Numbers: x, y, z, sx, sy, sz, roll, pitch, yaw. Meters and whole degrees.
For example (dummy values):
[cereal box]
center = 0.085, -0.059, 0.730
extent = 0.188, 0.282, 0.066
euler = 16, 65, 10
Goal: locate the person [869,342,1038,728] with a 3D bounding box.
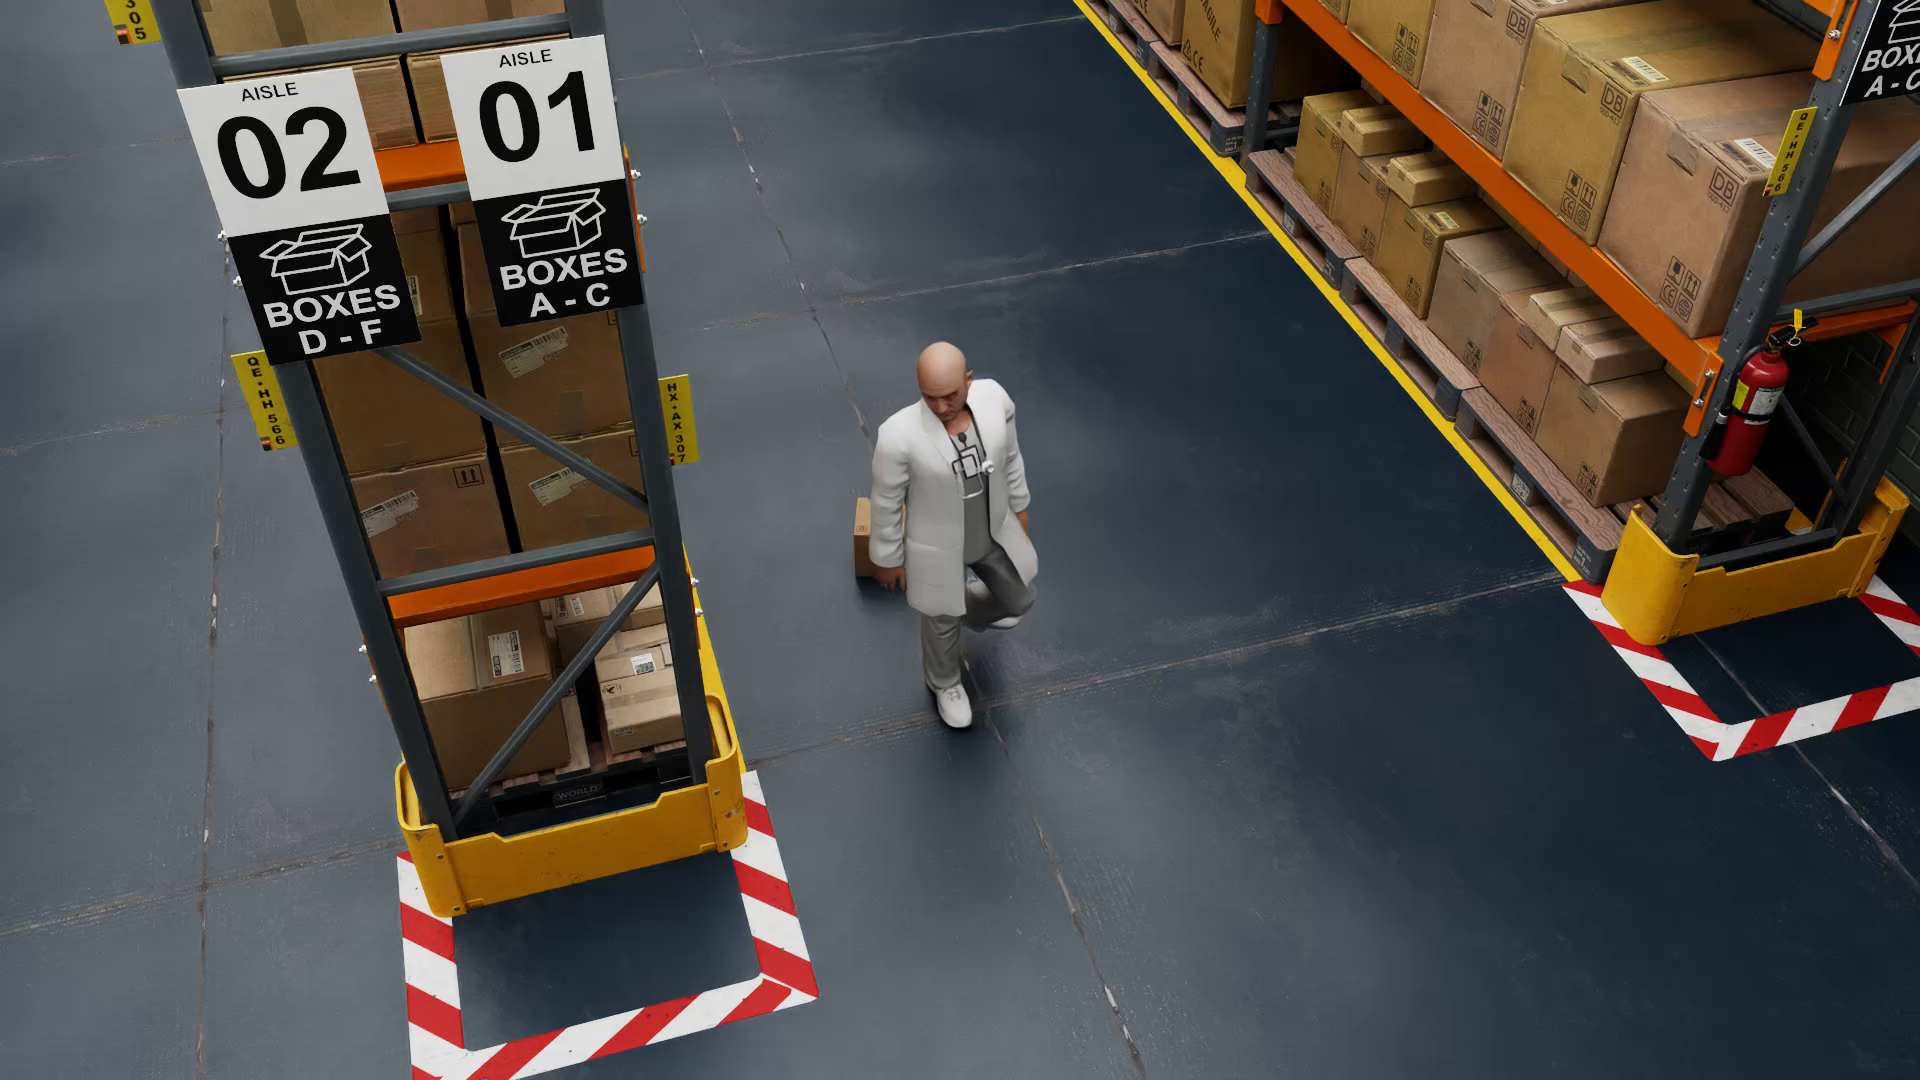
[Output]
[person]
center = -0.013, -0.060, 6.221
extent = 0.752, 1.773, 0.560
euler = -22, 46, -23
